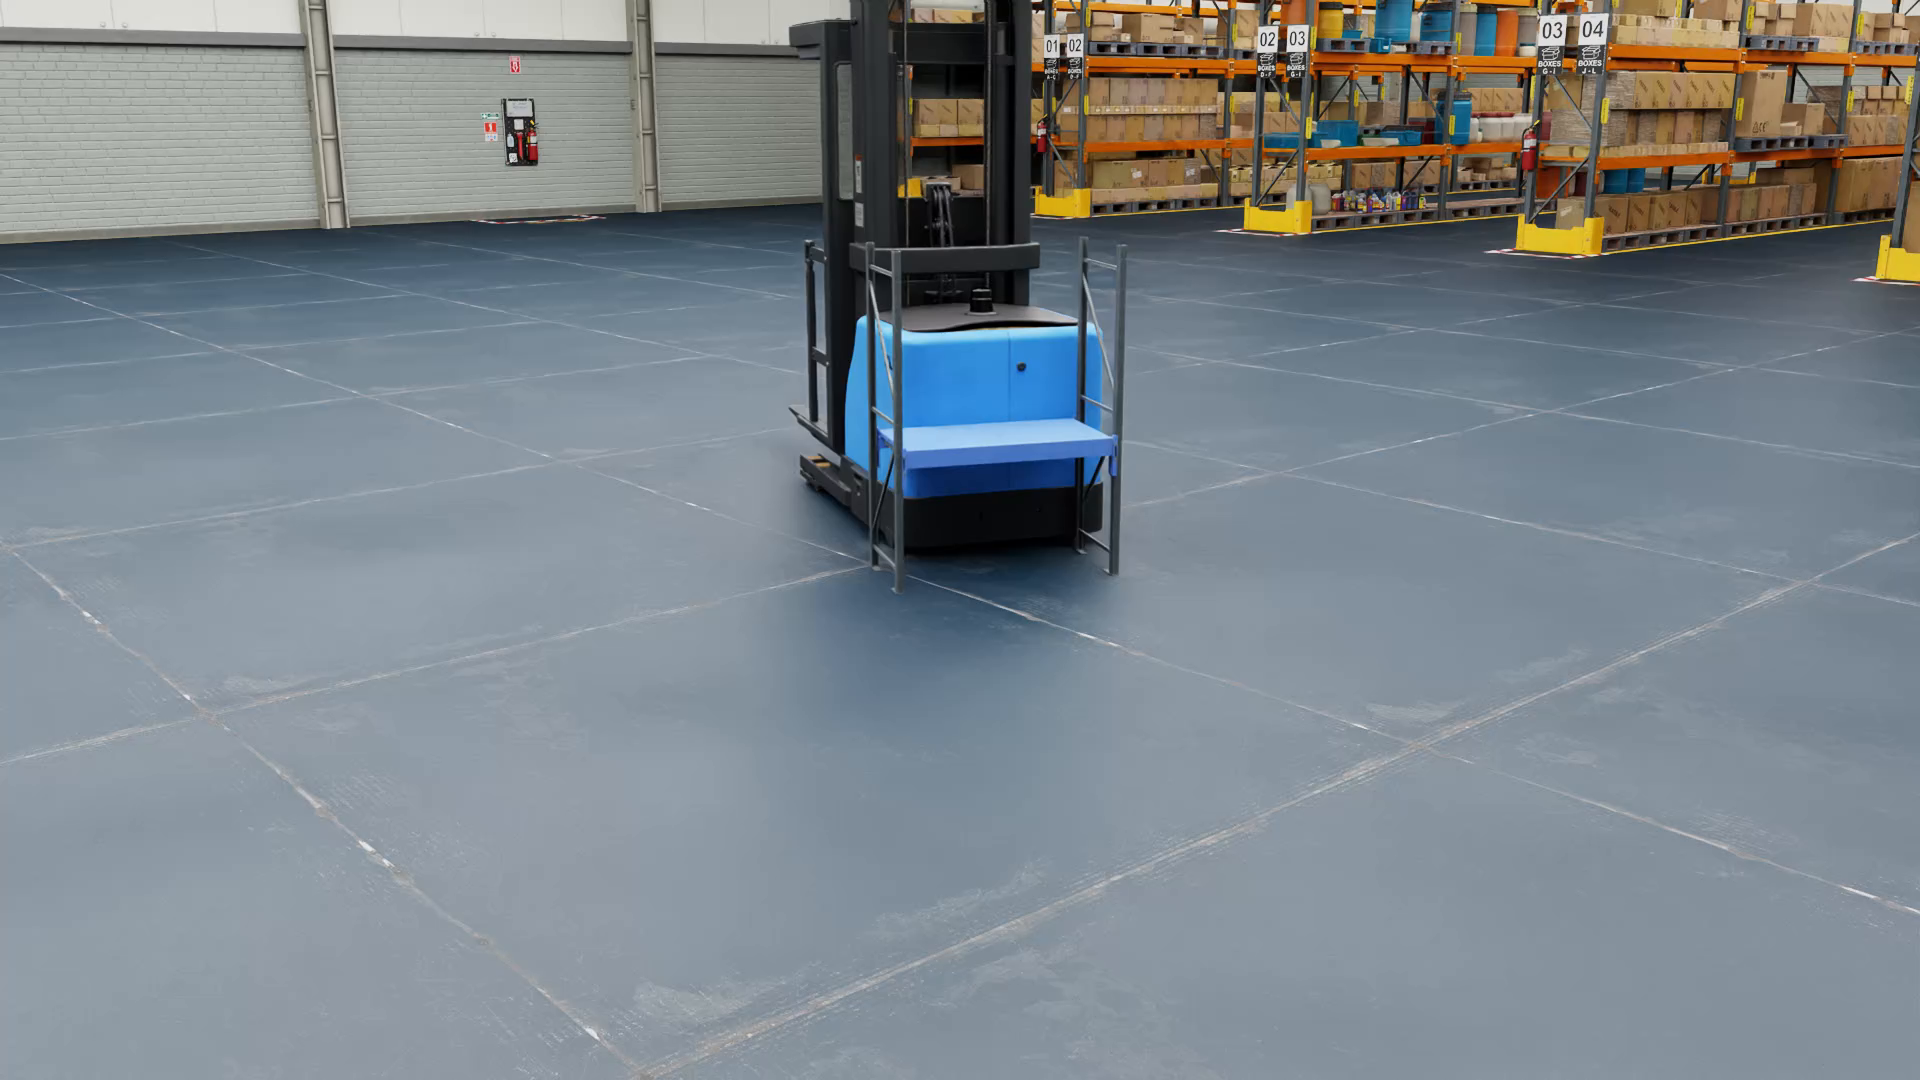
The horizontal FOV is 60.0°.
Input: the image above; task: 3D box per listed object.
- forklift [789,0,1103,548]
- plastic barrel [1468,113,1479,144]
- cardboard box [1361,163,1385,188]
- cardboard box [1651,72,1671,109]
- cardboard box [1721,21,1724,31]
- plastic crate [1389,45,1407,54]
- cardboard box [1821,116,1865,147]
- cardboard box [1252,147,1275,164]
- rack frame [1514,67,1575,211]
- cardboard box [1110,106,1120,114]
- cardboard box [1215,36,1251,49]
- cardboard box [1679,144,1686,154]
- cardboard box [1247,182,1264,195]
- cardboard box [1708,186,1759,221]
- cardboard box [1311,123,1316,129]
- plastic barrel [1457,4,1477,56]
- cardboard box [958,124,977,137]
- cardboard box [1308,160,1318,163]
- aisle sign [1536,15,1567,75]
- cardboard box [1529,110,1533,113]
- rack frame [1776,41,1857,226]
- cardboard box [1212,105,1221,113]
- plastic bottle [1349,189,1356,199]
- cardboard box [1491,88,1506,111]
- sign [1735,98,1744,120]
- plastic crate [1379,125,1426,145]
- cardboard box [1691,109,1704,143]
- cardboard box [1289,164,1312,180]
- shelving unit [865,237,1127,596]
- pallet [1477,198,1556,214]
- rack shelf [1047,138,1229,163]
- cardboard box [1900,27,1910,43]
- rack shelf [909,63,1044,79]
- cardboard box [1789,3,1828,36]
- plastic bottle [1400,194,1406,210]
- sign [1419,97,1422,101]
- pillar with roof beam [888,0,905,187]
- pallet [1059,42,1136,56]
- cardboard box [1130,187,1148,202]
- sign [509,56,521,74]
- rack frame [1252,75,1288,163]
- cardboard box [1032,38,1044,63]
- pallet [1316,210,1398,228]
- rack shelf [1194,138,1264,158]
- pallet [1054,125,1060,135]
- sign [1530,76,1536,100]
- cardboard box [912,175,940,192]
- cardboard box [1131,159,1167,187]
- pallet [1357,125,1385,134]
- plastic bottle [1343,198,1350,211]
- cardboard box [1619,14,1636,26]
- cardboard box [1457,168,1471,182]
[{"bbox_3d":[-0.267,-1.714,8.987,1.130,2.935,3.031,-5,16,-19],"label":"forklift"},{"bbox_3d":[9.037,-7.348,29.685,0.433,0.535,0.433,0,15,0],"label":"plastic barrel"},{"bbox_3d":[8.862,-7.922,36.087,0.500,0.500,0.500,-14,20,-41],"label":"cardboard box"},{"bbox_3d":[9.757,-6.405,23.709,0.500,0.500,0.500,-13,19,-39],"label":"cardboard box"},{"bbox_3d":[11.106,-7.630,24.707,0.250,0.149,0.380,-12,19,-39],"label":"cardboard box"},{"bbox_3d":[7.226,-8.135,27.590,0.396,0.136,0.243,-13,19,-39],"label":"plastic crate"},{"bbox_3d":[14.985,-6.954,28.279,0.500,0.500,0.500,-12,19,-38],"label":"cardboard box"},{"bbox_3d":[7.298,-9.476,41.266,0.750,0.750,0.750,-12,19,-39],"label":"cardboard box"},{"bbox_3d":[11.189,-7.841,31.792,0.127,3.000,1.000,-13,19,-39],"label":"rack frame"},{"bbox_3d":[2.729,-7.924,30.653,0.250,0.149,0.380,-13,19,-39],"label":"cardboard box"},{"bbox_3d":[5.394,-9.810,32.830,0.500,0.250,0.500,-10,18,-34],"label":"cardboard box"},{"bbox_3d":[10.478,-5.782,24.571,0.250,0.149,0.380,-13,19,-39],"label":"cardboard box"},{"bbox_3d":[5.776,-7.109,33.567,0.500,0.250,0.500,-12,19,-38],"label":"cardboard box"},{"bbox_3d":[12.272,-5.381,26.574,0.500,0.500,0.700,-13,20,-40],"label":"cardboard box"},{"bbox_3d":[7.138,-8.649,34.990,0.500,0.311,0.500,-13,20,-40],"label":"cardboard box"},{"bbox_3d":[8.906,-9.094,29.699,0.600,0.901,0.600,0,15,0],"label":"plastic barrel"},{"bbox_3d":[-0.002,-8.548,34.692,0.500,0.250,0.500,-13,20,-40],"label":"cardboard box"},{"bbox_3d":[8.716,-9.634,42.534,0.500,0.500,0.700,-13,20,-40],"label":"cardboard box"},{"bbox_3d":[8.161,-6.825,22.953,0.004,0.787,0.394,-13,19,-39],"label":"aisle sign"},{"bbox_3d":[13.427,-9.992,39.651,0.500,0.500,0.500,-12,19,-39],"label":"cardboard box"},{"bbox_3d":[14.440,-6.877,28.182,0.127,3.000,1.000,-13,19,-39],"label":"rack frame"},{"bbox_3d":[4.858,-8.402,32.443,0.250,0.149,0.380,-13,20,-39],"label":"cardboard box"},{"bbox_3d":[6.827,-5.936,28.942,0.185,0.351,0.144,-13,20,-40],"label":"plastic bottle"},{"bbox_3d":[12.275,-10.214,38.546,0.500,0.500,0.500,-13,20,-41],"label":"cardboard box"},{"bbox_3d":[11.785,-6.513,25.143,0.005,0.325,0.100,-13,19,-39],"label":"sign"},{"bbox_3d":[7.693,-7.069,29.024,0.504,0.338,0.767,-13,19,-39],"label":"plastic crate"},{"bbox_3d":[10.642,-6.249,25.062,0.500,0.500,0.875,-13,19,-39],"label":"cardboard box"},{"bbox_3d":[6.936,-7.640,34.469,0.500,0.311,0.500,-13,20,-40],"label":"cardboard box"},{"bbox_3d":[0.153,-0.578,7.506,1.048,1.500,0.538,-5,16,-17],"label":"shelving unit"},{"bbox_3d":[10.579,-6.370,31.689,1.213,0.211,1.003,-13,19,-39],"label":"pallet"},{"bbox_3d":[3.414,-7.442,31.692,4.000,0.370,1.077,-13,19,-39],"label":"rack shelf"},{"bbox_3d":[16.571,-8.995,29.659,0.500,0.311,0.500,-14,20,-41],"label":"cardboard box"},{"bbox_3d":[0.159,-9.855,34.913,4.000,0.370,1.077,-13,19,-39],"label":"rack shelf"},{"bbox_3d":[13.481,-8.316,26.597,0.500,0.500,0.500,-12,19,-38],"label":"cardboard box"},{"bbox_3d":[7.634,-5.830,28.675,0.133,0.283,0.061,-11,19,-36],"label":"plastic bottle"},{"bbox_3d":[10.596,-10.006,38.220,0.005,0.325,0.100,-13,19,-39],"label":"sign"},{"bbox_3d":[1.437,-10.762,31.102,0.400,9.000,9.100,-13,19,-39],"label":"pillar with roof beam"},{"bbox_3d":[2.456,-8.972,30.385,1.213,0.211,1.003,-13,19,-39],"label":"pallet"},{"bbox_3d":[3.208,-6.543,31.446,0.500,0.250,0.500,-13,19,-39],"label":"cardboard box"},{"bbox_3d":[-7.876,-8.412,29.437,0.199,0.298,0.001,-13,19,-39],"label":"sign"},{"bbox_3d":[7.703,-10.447,41.549,0.127,3.000,1.000,-13,19,-39],"label":"rack frame"},{"bbox_3d":[1.447,-10.465,35.571,0.500,0.500,0.500,-12,19,-38],"label":"cardboard box"},{"bbox_3d":[6.717,-5.503,28.442,1.213,0.211,1.003,-13,19,-39],"label":"pallet"},{"bbox_3d":[6.431,-8.120,34.229,4.000,0.370,1.077,-13,19,-39],"label":"rack shelf"},{"bbox_3d":[2.340,-9.101,36.879,1.213,0.211,1.003,-13,19,-39],"label":"pallet"},{"bbox_3d":[8.056,-6.345,23.336,0.005,0.325,0.100,-13,19,-39],"label":"sign"},{"bbox_3d":[-0.768,-7.428,34.602,0.500,0.311,0.500,13,20,41],"label":"cardboard box"},{"bbox_3d":[3.589,-6.989,31.662,0.500,0.500,0.500,-13,19,-39],"label":"cardboard box"},{"bbox_3d":[8.405,-8.842,35.910,1.003,0.211,1.213,-13,19,-39],"label":"pallet"},{"bbox_3d":[6.660,-5.783,28.656,0.097,0.201,0.097,0,15,0],"label":"plastic bottle"},{"bbox_3d":[9.024,-7.118,22.789,0.250,0.149,0.380,-12,19,-38],"label":"cardboard box"},{"bbox_3d":[11.416,-8.426,38.340,0.500,0.311,0.500,-13,19,-39],"label":"cardboard box"}]
